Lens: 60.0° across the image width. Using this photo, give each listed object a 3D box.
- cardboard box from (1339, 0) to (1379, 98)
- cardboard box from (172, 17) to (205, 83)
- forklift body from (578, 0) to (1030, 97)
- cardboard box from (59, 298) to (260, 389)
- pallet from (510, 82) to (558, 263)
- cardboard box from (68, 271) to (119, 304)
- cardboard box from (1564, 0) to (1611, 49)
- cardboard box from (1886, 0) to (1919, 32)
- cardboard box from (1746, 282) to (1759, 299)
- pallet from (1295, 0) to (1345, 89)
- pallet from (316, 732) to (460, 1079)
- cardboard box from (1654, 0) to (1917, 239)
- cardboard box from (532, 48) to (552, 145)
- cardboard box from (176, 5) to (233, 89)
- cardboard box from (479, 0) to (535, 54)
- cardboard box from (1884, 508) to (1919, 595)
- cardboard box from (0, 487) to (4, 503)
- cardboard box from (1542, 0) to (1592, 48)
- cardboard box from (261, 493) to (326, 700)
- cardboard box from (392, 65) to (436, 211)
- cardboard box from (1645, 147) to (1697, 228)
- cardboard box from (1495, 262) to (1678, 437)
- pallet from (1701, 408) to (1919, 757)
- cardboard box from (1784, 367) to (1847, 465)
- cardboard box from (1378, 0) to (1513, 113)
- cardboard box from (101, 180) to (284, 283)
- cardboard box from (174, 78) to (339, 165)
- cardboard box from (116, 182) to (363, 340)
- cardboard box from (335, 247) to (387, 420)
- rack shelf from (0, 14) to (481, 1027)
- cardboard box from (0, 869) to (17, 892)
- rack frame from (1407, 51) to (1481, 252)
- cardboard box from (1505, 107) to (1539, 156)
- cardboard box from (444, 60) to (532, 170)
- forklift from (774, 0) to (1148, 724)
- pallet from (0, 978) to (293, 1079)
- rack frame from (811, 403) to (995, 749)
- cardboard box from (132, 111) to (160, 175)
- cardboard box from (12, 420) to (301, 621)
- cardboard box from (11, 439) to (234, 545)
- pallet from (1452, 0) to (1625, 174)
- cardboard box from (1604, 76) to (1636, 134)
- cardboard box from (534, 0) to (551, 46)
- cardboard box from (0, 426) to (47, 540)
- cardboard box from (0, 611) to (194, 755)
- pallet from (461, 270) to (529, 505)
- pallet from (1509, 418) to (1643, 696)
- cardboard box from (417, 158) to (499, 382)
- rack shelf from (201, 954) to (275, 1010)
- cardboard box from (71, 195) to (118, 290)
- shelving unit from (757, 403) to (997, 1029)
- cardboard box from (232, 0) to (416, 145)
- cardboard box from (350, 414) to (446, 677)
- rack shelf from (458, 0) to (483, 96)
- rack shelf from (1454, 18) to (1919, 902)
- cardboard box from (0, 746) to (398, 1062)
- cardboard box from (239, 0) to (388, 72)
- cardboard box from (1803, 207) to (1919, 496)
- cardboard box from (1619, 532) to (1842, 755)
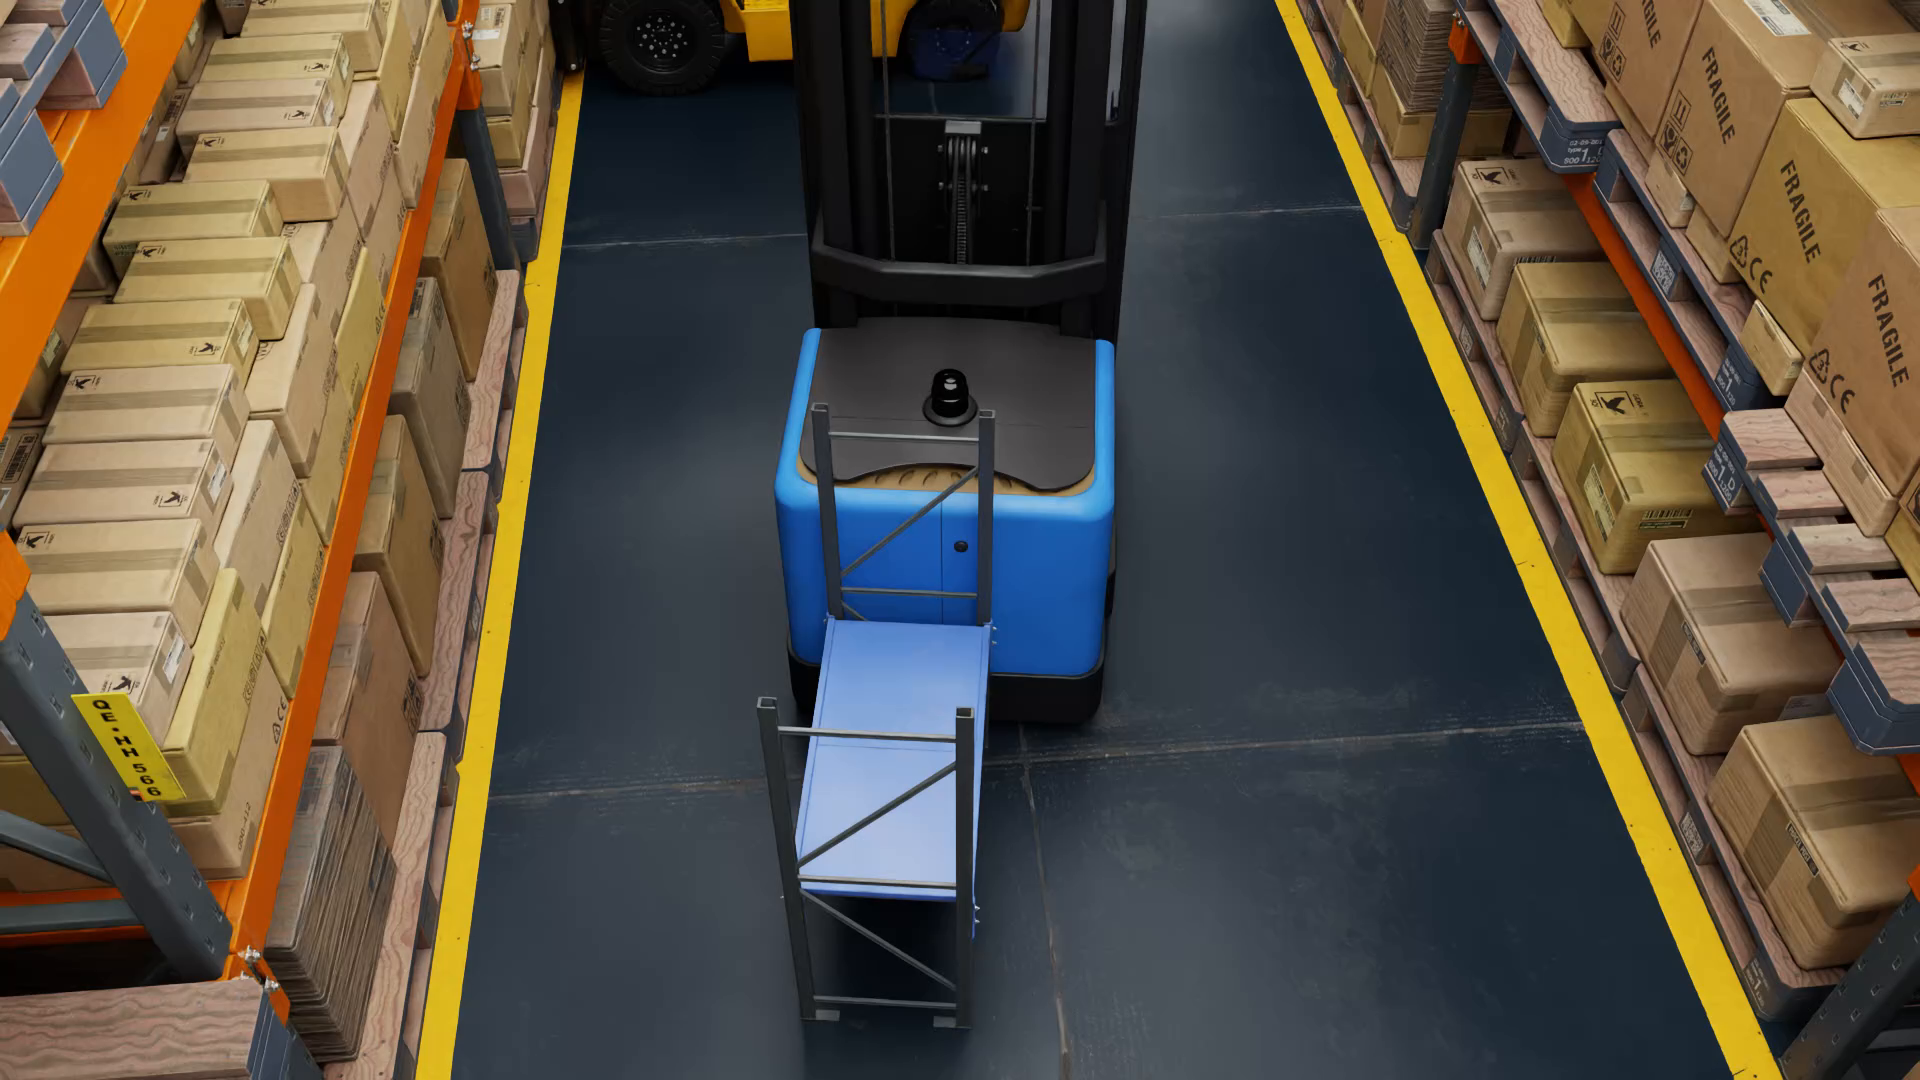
[{"bbox_3d":[2.163,-2.396,8.058,0.500,0.250,0.500,-5,47,-4],"label":"cardboard box"},{"bbox_3d":[-2.563,-1.525,5.113,0.380,0.149,0.250,-4,47,-4],"label":"cardboard box"},{"bbox_3d":[-0.769,-3.438,8.025,2.313,2.155,1.214,-3,47,-3],"label":"forklift body"},{"bbox_3d":[-1.966,-0.455,4.099,0.380,0.149,0.250,-3,47,-3],"label":"cardboard box"},{"bbox_3d":[-2.436,-1.716,7.730,1.003,0.211,1.213,-3,47,-3],"label":"pallet"},{"bbox_3d":[-2.509,-0.728,4.633,0.500,0.250,0.500,-4,47,-4],"label":"cardboard box"},{"bbox_3d":[2.331,-1.963,5.481,0.500,0.500,0.500,-3,47,-3],"label":"cardboard box"},{"bbox_3d":[2.927,-1.251,4.806,0.500,0.500,0.500,-5,47,-5],"label":"cardboard box"},{"bbox_3d":[2.502,-0.728,4.757,0.380,0.149,0.250,-3,47,-3],"label":"cardboard box"},{"bbox_3d":[2.338,-2.811,8.767,1.003,0.211,1.213,-3,47,-3],"label":"pallet"},{"bbox_3d":[-2.106,1.158,5.008,1.003,0.211,1.213,-3,47,-3],"label":"pallet"},{"bbox_3d":[2.412,-1.234,4.790,0.500,0.500,0.500,-5,47,-5],"label":"cardboard box"},{"bbox_3d":[-2.180,-2.032,7.713,0.500,0.250,0.500,-4,47,-4],"label":"cardboard box"},{"bbox_3d":[-2.592,-1.470,5.335,0.500,0.250,0.500,-4,47,-4],"label":"cardboard box"},{"bbox_3d":[-2.172,-2.379,7.353,0.500,0.250,0.500,-3,47,-3],"label":"cardboard box"},{"bbox_3d":[2.513,0.022,4.047,0.380,0.149,0.250,-3,47,-3],"label":"cardboard box"},{"bbox_3d":[-2.400,-0.057,3.722,0.380,0.149,0.250,-4,47,-3],"label":"cardboard box"},{"bbox_3d":[2.278,-1.859,5.828,0.380,0.149,0.250,-3,47,-2],"label":"cardboard box"},{"bbox_3d":[-1.907,0.149,4.147,0.500,0.250,0.500,-4,47,-4],"label":"cardboard box"},{"bbox_3d":[-2.061,-1.333,5.550,0.500,0.250,0.500,-4,47,-4],"label":"cardboard box"},{"bbox_3d":[2.347,-1.096,5.105,0.380,0.149,0.250,-2,47,-2],"label":"cardboard box"},{"bbox_3d":[2.645,-0.743,6.408,0.950,0.372,0.625,-1,47,-1],"label":"cardboard box"},{"bbox_3d":[2.704,0.050,4.269,1.213,0.211,1.003,-3,47,-3],"label":"pallet"},{"bbox_3d":[2.434,-0.340,4.390,0.380,0.149,0.250,-5,47,-5],"label":"cardboard box"},{"bbox_3d":[2.218,-2.270,7.422,0.500,0.500,0.500,-4,47,-4],"label":"cardboard box"},{"bbox_3d":[-2.046,-0.824,4.449,0.380,0.149,0.250,-3,47,-3],"label":"cardboard box"},{"bbox_3d":[-2.025,-1.198,4.803,0.380,0.149,0.250,-3,47,-3],"label":"cardboard box"},{"bbox_3d":[-2.005,-0.769,4.672,0.500,0.250,0.500,-3,47,-3],"label":"cardboard box"},{"bbox_3d":[-1.999,-0.599,4.855,0.500,0.250,0.500,-2,47,-2],"label":"cardboard box"},{"bbox_3d":[-2.244,-0.403,5.061,1.077,0.370,4.000,-3,47,-3],"label":"rack shelf"},{"bbox_3d":[-2.369,0.539,3.777,0.500,0.250,0.500,-4,47,-4],"label":"cardboard box"},{"bbox_3d":[2.535,-2.401,6.458,1.000,3.000,0.127,-3,47,-3],"label":"rack frame"},{"bbox_3d":[2.754,-2.043,7.724,0.500,0.250,0.500,-5,47,-5],"label":"cardboard box"},{"bbox_3d":[-2.144,-1.836,7.184,0.500,0.250,0.500,-4,47,-3],"label":"cardboard box"},{"bbox_3d":[0.039,-1.460,5.614,1.130,2.935,3.031,3,47,2],"label":"forklift"},{"bbox_3d":[-1.950,1.349,3.038,1.213,0.211,1.003,-3,47,-3],"label":"pallet"},{"bbox_3d":[-0.154,0.164,5.062,0.500,1.500,0.032,3,47,2],"label":"rack frame"},{"bbox_3d":[-2.542,-1.161,4.768,0.380,0.149,0.250,-4,47,-4],"label":"cardboard box"},{"bbox_3d":[-1.911,-0.021,3.963,0.500,0.250,0.500,-2,47,-2],"label":"cardboard box"},{"bbox_3d":[-1.880,-0.086,3.750,0.380,0.149,0.250,-2,47,-2],"label":"cardboard box"},{"bbox_3d":[2.454,-1.774,5.996,1.003,0.211,1.213,-3,47,-3],"label":"pallet"},{"bbox_3d":[2.358,-1.470,5.460,0.380,0.149,0.250,-3,47,-3],"label":"cardboard box"},{"bbox_3d":[-2.219,-2.565,7.874,0.500,0.250,0.500,-4,47,-4],"label":"cardboard box"},{"bbox_3d":[-2.436,-0.001,3.944,0.500,0.250,0.500,-3,47,-3],"label":"cardboard box"},{"bbox_3d":[-1.810,0.291,3.393,0.380,0.149,0.250,-2,47,-2],"label":"cardboard box"},{"bbox_3d":[-2.311,-0.607,6.680,1.003,0.211,1.213,-3,47,-3],"label":"pallet"},{"bbox_3d":[2.707,0.006,6.099,1.003,0.211,1.213,-3,47,-3],"label":"pallet"},{"bbox_3d":[-2.356,-1.048,6.523,0.875,0.625,0.625,-2,47,-2],"label":"cardboard box"},{"bbox_3d":[-1.909,2.492,2.320,1.077,0.370,4.000,-3,47,-3],"label":"rack shelf"},{"bbox_3d":[-2.453,-0.793,4.419,0.380,0.149,0.250,-2,47,-2],"label":"cardboard box"},{"bbox_3d":[-0.186,0.532,4.713,0.538,1.500,1.048,3,47,2],"label":"shelving unit"},{"bbox_3d":[-2.065,-1.506,5.369,0.500,0.250,0.500,-5,47,-4],"label":"cardboard box"},{"bbox_3d":[-2.234,0.058,5.476,0.875,0.625,0.625,-5,47,-5],"label":"cardboard box"},{"bbox_3d":[-2.579,-3.297,7.802,1.077,0.370,4.000,-3,47,-3],"label":"rack shelf"},{"bbox_3d":[2.702,-0.707,5.349,1.077,0.370,4.000,-3,47,-3],"label":"rack shelf"},{"bbox_3d":[-2.115,1.017,4.567,0.875,0.625,0.625,-2,47,-2],"label":"cardboard box"},{"bbox_3d":[-2.000,-1.573,5.158,0.380,0.149,0.250,-5,47,-5],"label":"cardboard box"},{"bbox_3d":[2.500,-0.474,4.070,0.500,0.500,0.500,-4,47,-4],"label":"cardboard box"},{"bbox_3d":[2.762,0.309,5.412,0.950,0.372,0.625,-4,47,-4],"label":"cardboard box"}]
